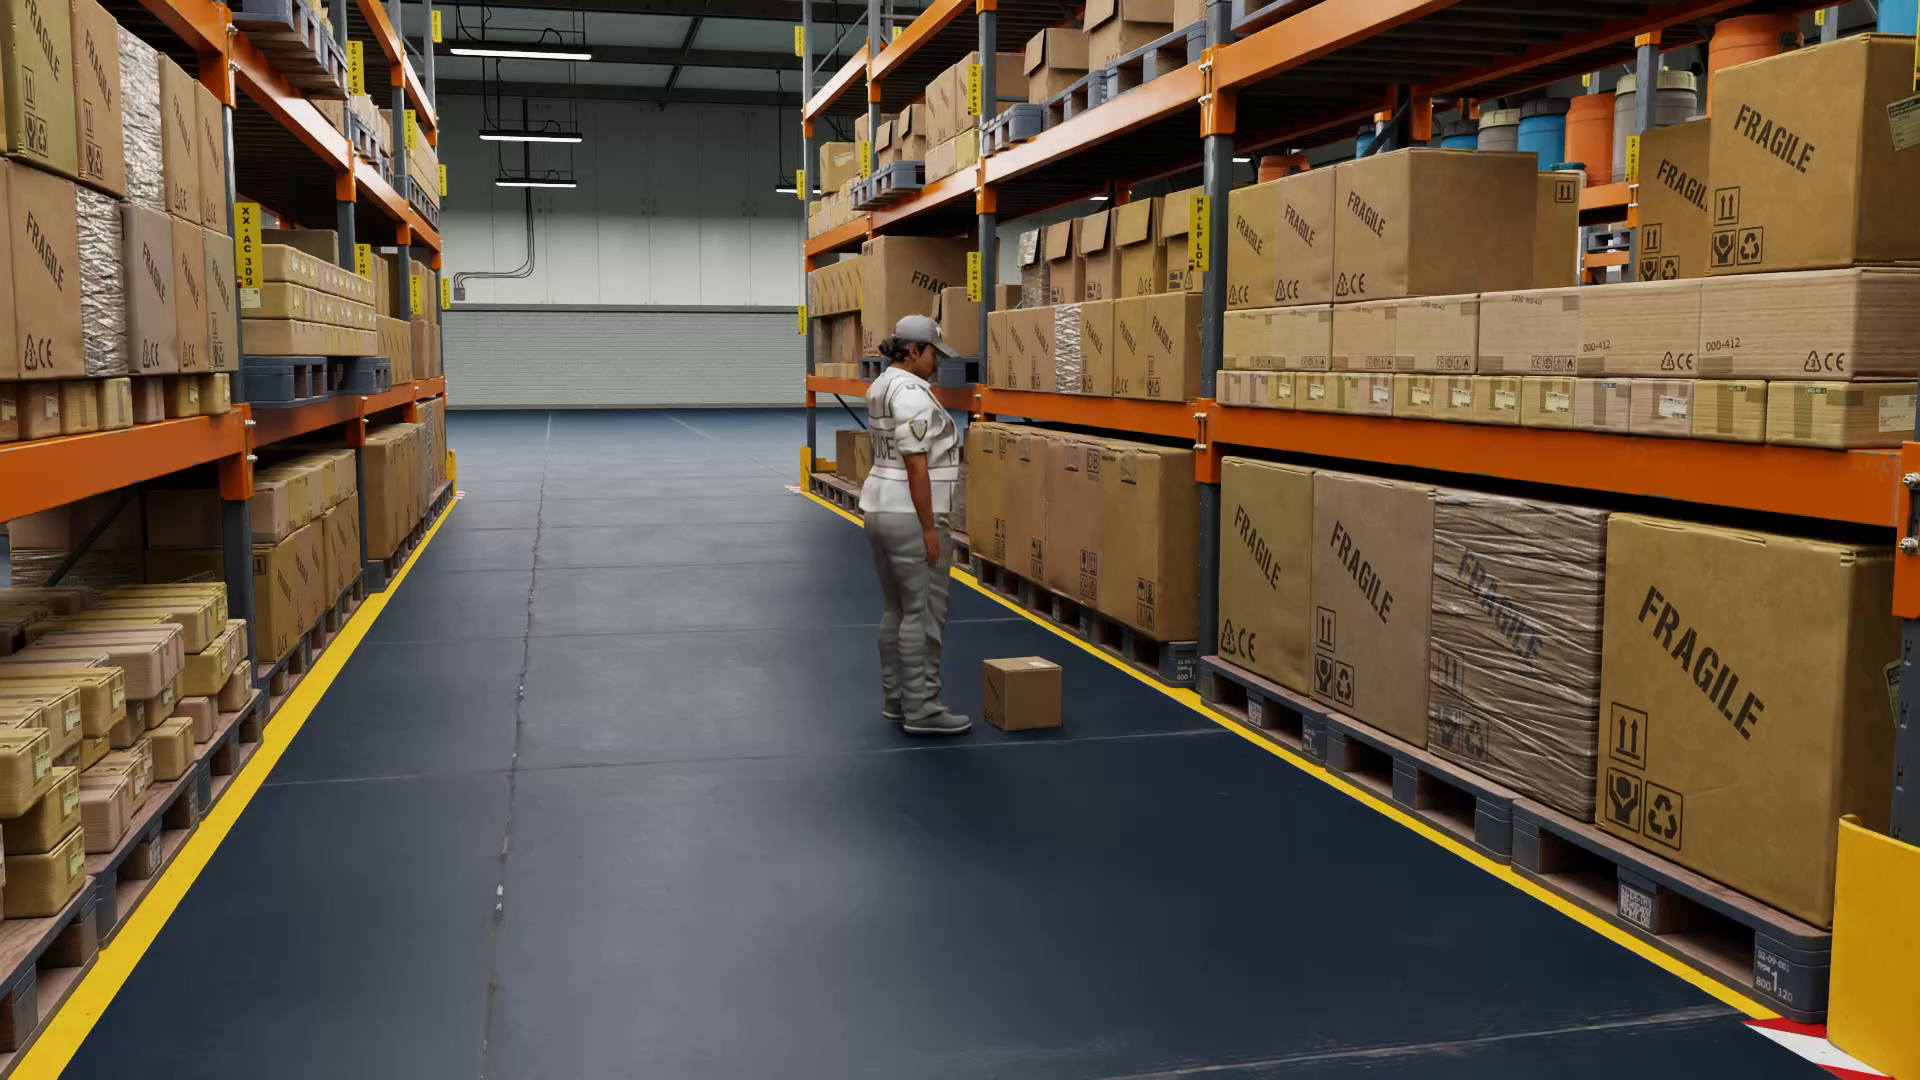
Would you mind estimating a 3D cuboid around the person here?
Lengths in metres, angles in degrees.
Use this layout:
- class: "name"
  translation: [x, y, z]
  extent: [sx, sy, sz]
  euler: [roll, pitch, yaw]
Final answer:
- class: "person"
  translation: [-0.174, -0.059, 6.642]
  extent: [0.424, 1.670, 0.481]
  euler: [-2, 7, -19]
